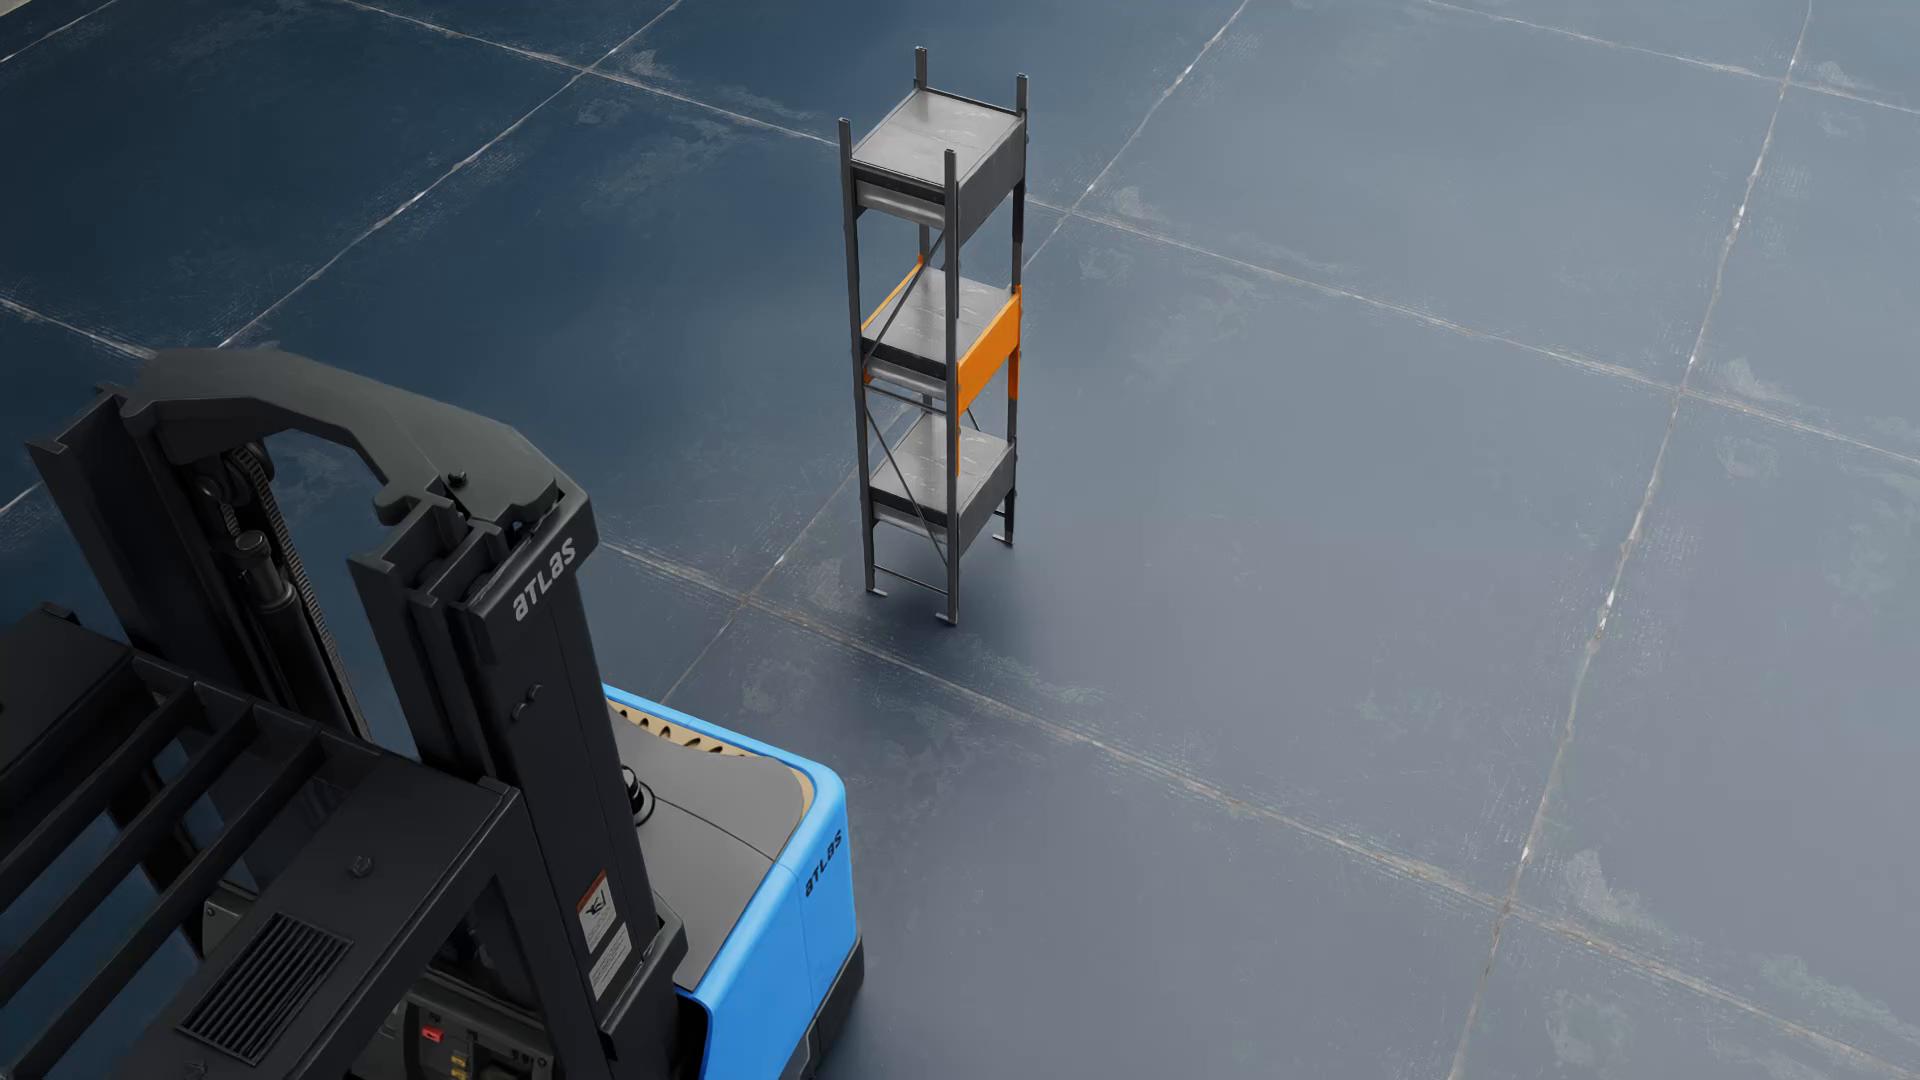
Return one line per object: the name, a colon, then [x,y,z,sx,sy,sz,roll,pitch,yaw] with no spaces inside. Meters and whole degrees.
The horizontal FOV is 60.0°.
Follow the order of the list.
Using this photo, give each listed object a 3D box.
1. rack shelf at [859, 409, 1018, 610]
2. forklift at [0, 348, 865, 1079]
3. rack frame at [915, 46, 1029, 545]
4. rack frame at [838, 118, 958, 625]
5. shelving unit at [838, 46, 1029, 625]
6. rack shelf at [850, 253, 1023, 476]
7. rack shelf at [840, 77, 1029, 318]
rack shelf: [-0.077,-0.132,6.408,0.431,0.518,0.480,20,49,19]
forklift: [-1.367,1.188,3.515,1.130,2.935,3.031,18,48,17]
rack frame: [0.036,-0.788,6.052,0.400,2.100,0.015,20,49,19]
rack frame: [-0.190,-0.480,5.748,0.400,2.100,0.015,20,49,19]
shelving unit: [-0.077,-0.634,5.900,0.431,2.100,0.503,20,49,19]
rack shelf: [-0.077,-0.624,5.910,0.431,0.518,0.480,20,49,19]
rack shelf: [-0.077,-1.116,5.412,0.431,0.518,0.480,20,49,19]
